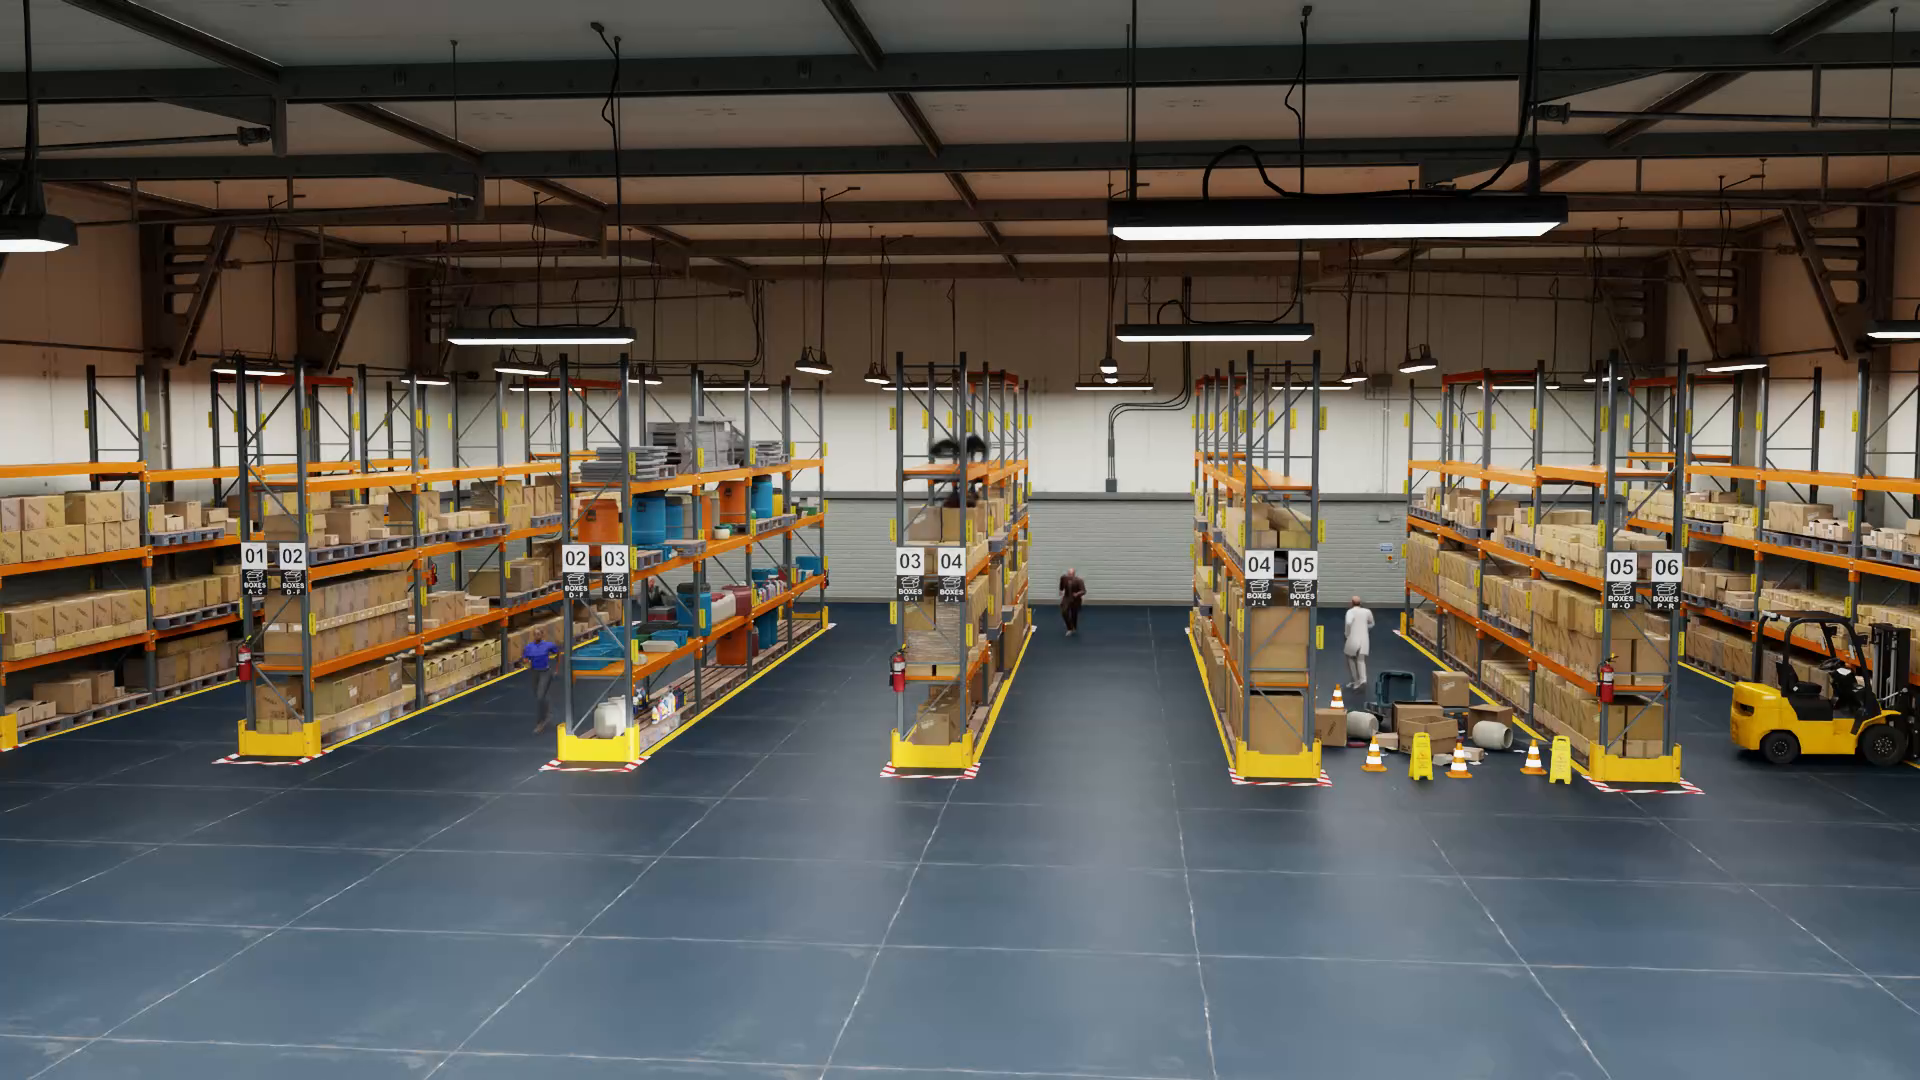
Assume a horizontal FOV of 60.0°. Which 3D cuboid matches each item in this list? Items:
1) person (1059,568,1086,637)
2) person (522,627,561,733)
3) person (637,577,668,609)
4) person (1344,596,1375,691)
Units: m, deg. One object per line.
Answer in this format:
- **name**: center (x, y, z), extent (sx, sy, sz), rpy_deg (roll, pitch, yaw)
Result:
- **person**: center (2.633, 1.422, 38.863), extent (0.725, 1.603, 1.184), rpy_deg (1, 4, 16)
- **person**: center (-6.812, 2.256, 27.027), extent (0.519, 1.715, 0.847), rpy_deg (1, 4, 13)
- **person**: center (-6.699, 1.604, 36.264), extent (0.660, 1.639, 0.938), rpy_deg (0, 4, -6)
- **person**: center (7.450, 1.925, 30.912), extent (0.668, 1.752, 0.918), rpy_deg (0, 4, -6)
